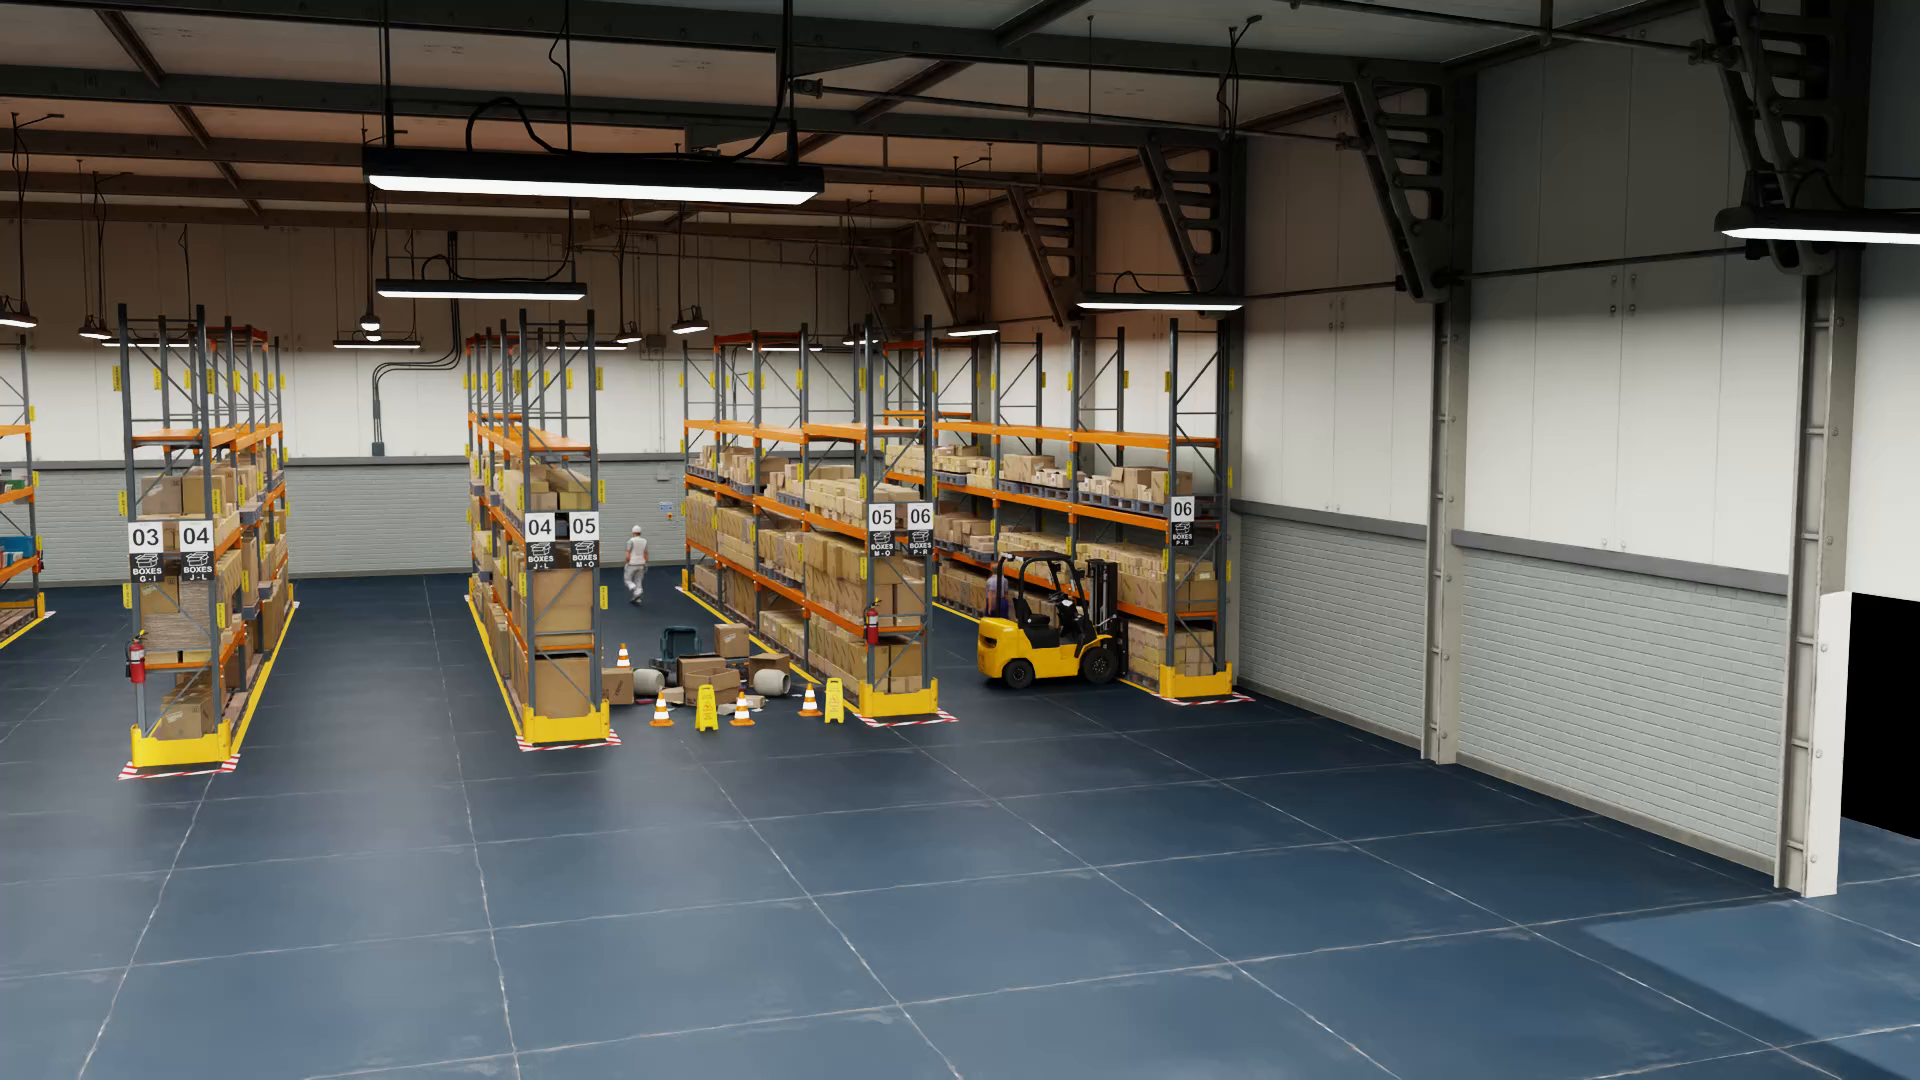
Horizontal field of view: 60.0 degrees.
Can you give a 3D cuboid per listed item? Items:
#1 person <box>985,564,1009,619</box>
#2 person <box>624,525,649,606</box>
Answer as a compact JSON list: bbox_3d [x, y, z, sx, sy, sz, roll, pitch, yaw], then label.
[{"bbox_3d":[0.705,1.285,30.895,0.506,1.686,0.626,-3,6,-31],"label":"person"},{"bbox_3d":[-7.224,0.574,37.242,0.592,1.783,0.514,-5,7,-40],"label":"person"}]
